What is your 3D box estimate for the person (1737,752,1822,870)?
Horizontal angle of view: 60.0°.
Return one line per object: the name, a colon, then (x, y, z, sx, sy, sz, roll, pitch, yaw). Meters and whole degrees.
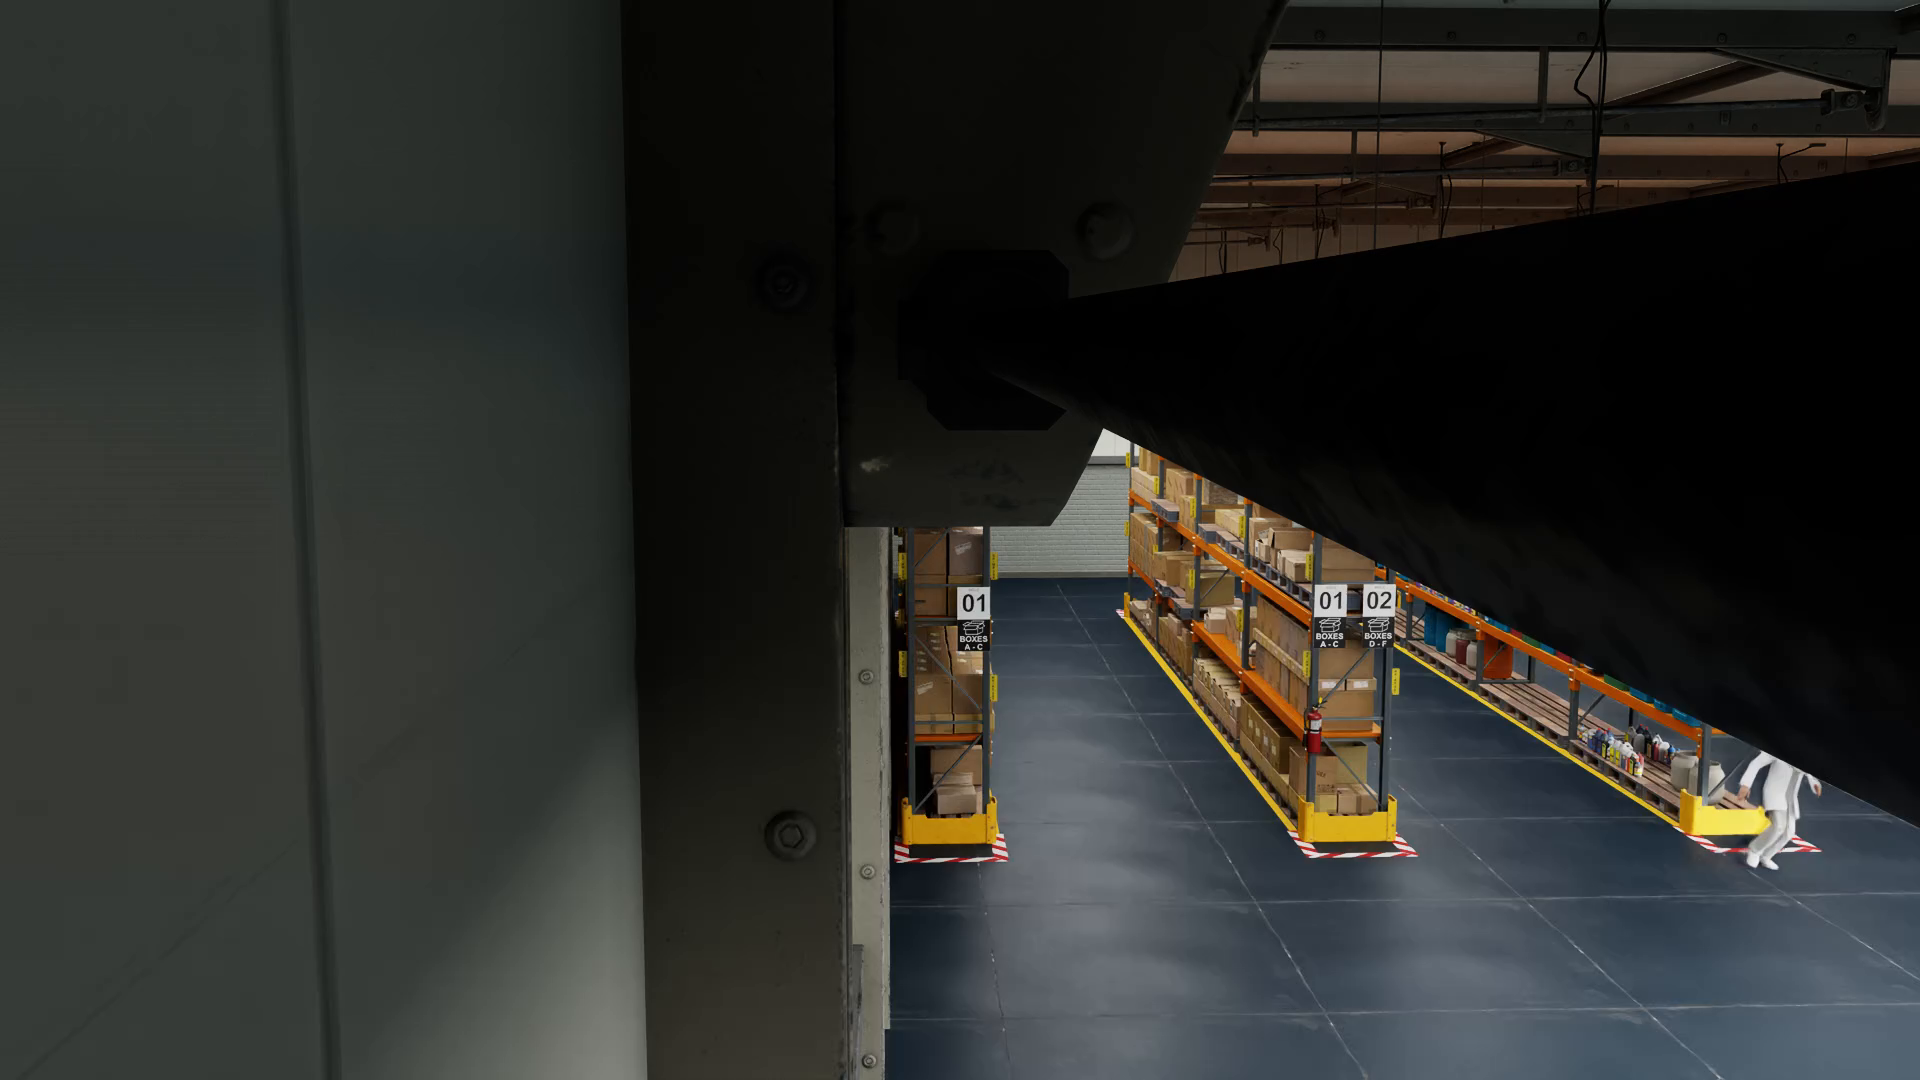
person: (9.656, 3.043, 19.441, 0.903, 1.711, 0.662, -3, 8, -21)
